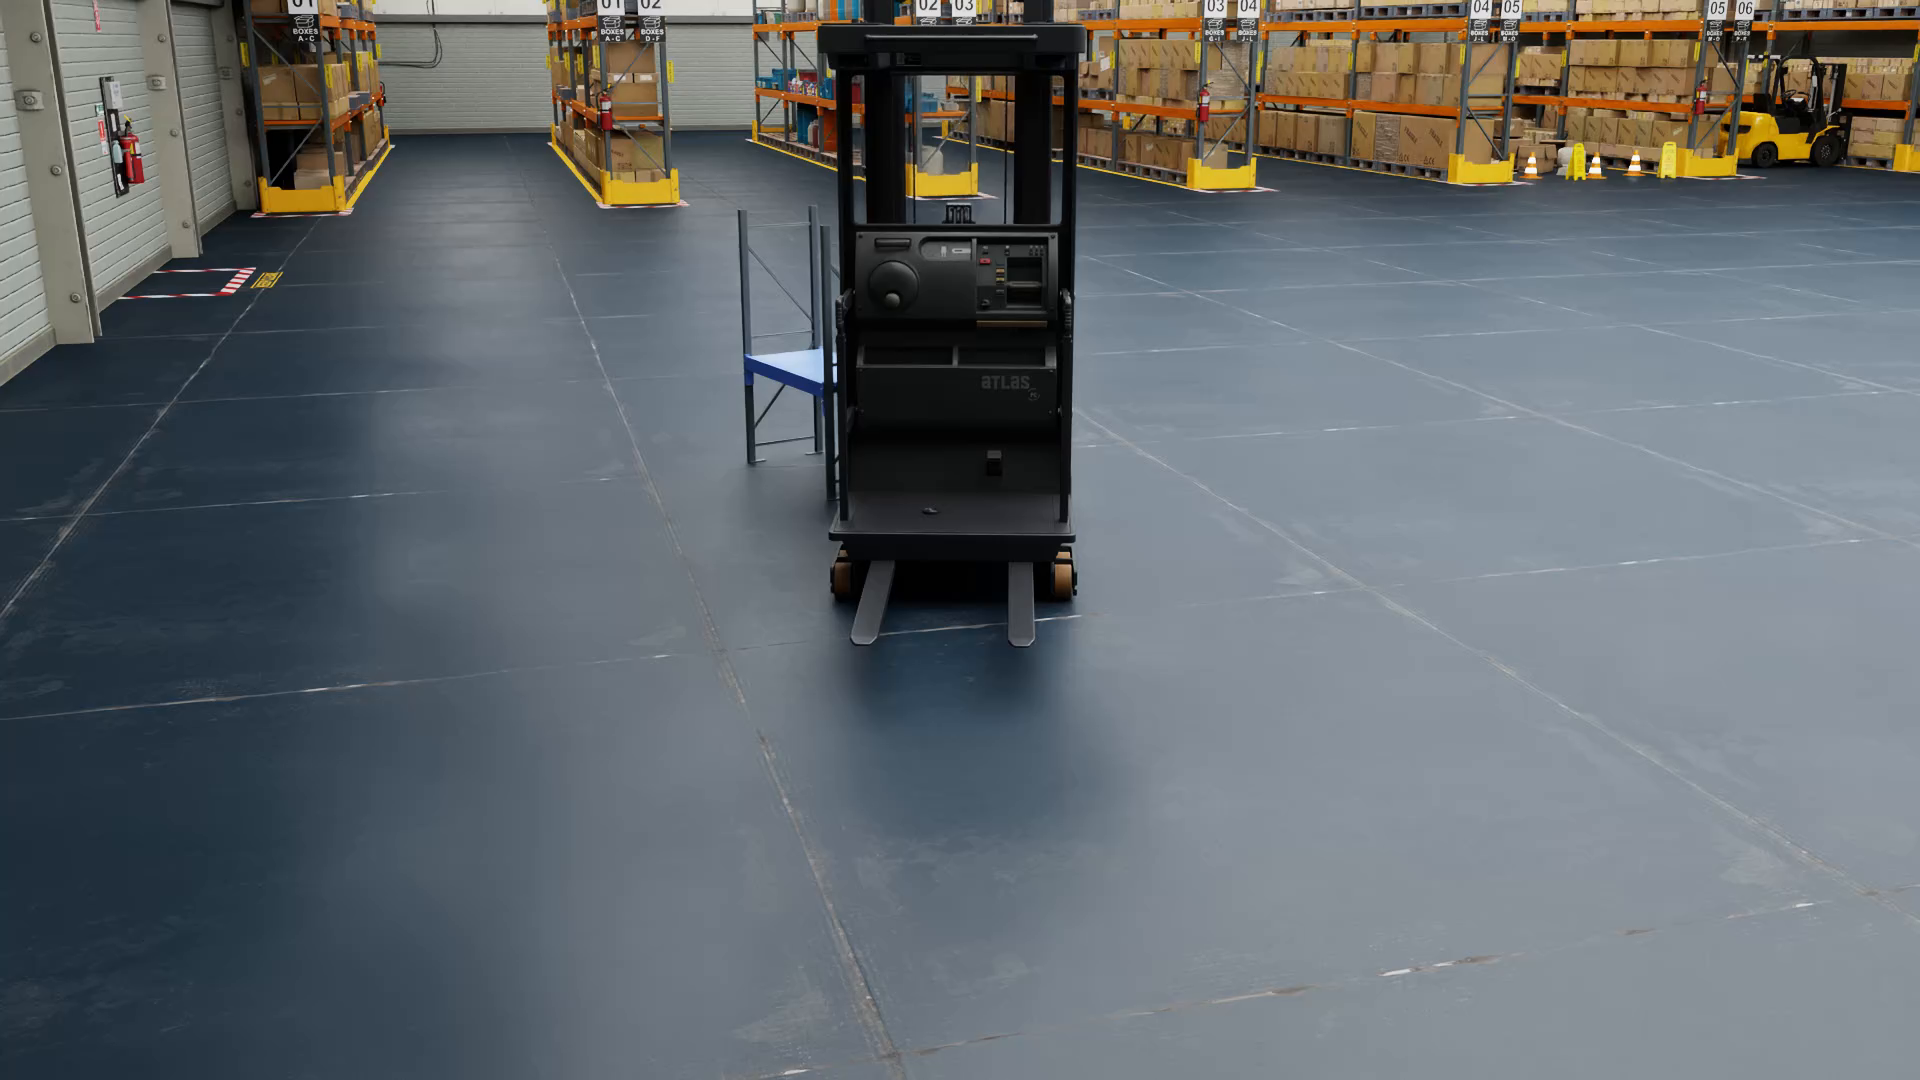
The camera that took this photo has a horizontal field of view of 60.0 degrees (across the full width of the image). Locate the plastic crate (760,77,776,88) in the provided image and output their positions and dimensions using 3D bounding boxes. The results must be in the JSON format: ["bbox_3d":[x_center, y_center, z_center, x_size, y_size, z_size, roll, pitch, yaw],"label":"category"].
[{"bbox_3d":[-4.701,-11.211,40.748,0.416,0.233,0.300,-5,17,-15],"label":"plastic crate"}]

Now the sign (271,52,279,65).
[{"bbox_3d":[-11.393,-7.946,27.679,0.100,0.325,0.005,-5,17,-15],"label":"sign"}]

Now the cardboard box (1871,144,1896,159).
[{"bbox_3d":[18.394,-7.671,32.825,0.500,0.250,0.500,-5,17,-15],"label":"cardboard box"}]

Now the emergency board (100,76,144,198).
[{"bbox_3d":[-8.494,-4.109,16.917,0.194,1.169,0.643,-5,17,-15],"label":"emergency board"}]

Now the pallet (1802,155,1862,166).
[{"bbox_3d":[18.244,-7.891,34.356,1.003,0.211,1.213,-5,17,-15],"label":"pallet"}]

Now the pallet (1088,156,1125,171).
[{"bbox_3d":[3.212,-7.491,33.023,1.003,0.211,1.213,-5,17,-15],"label":"pallet"}]

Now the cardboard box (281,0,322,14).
[{"bbox_3d":[-9.613,-7.936,24.236,0.500,0.500,0.500,-4,17,-14],"label":"cardboard box"}]

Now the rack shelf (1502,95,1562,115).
[{"bbox_3d":[12.406,-9.603,36.459,1.077,0.370,4.000,-5,17,-15],"label":"rack shelf"}]

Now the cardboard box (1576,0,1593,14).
[{"bbox_3d":[12.813,-10.759,33.584,0.500,0.250,0.500,-5,17,-16],"label":"cardboard box"}]

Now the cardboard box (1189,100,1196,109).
[{"bbox_3d":[4.182,-7.516,28.697,0.380,0.149,0.250,-5,17,-15],"label":"cardboard box"}]

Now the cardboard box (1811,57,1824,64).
[{"bbox_3d":[17.836,-9.894,34.356,0.380,0.149,0.250,-5,17,-16],"label":"cardboard box"}]

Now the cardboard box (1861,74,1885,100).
[{"bbox_3d":[18.305,-8.989,32.990,0.500,0.500,0.500,-4,17,-14],"label":"cardboard box"}]

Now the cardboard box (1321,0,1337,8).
[{"bbox_3d":[7.673,-10.913,33.713,0.500,0.250,0.500,-5,17,-16],"label":"cardboard box"}]

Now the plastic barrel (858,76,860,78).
[{"bbox_3d":[-1.830,-8.996,32.990,0.421,0.512,0.421,0,17,0],"label":"plastic barrel"}]

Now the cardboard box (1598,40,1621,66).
[{"bbox_3d":[13.099,-9.641,32.905,0.700,0.500,0.500,-5,17,-16],"label":"cardboard box"}]

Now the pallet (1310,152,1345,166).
[{"bbox_3d":[7.939,-7.847,34.210,1.003,0.211,1.213,-5,17,-15],"label":"pallet"}]

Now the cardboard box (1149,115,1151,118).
[{"bbox_3d":[5.096,-10.958,42.908,0.380,0.149,0.250,-4,17,-13],"label":"cardboard box"}]

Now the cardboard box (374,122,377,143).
[{"bbox_3d":[-13.166,-8.868,36.376,0.700,0.500,0.500,-4,17,-15],"label":"cardboard box"}]

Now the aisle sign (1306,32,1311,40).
[{"bbox_3d":[9.359,-13.956,45.180,0.394,0.787,0.004,-5,17,-15],"label":"aisle sign"}]

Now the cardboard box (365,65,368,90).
[{"bbox_3d":[-12.410,-9.462,34.011,0.500,0.500,0.500,-5,17,-15],"label":"cardboard box"}]

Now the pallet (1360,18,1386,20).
[{"bbox_3d":[10.542,-13.229,42.218,1.003,0.211,1.213,-5,17,-15],"label":"pallet"}]

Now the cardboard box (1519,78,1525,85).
[{"bbox_3d":[12.282,-9.879,35.834,0.380,0.149,0.250,-5,17,-15],"label":"cardboard box"}]

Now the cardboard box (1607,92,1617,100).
[{"bbox_3d":[13.076,-8.807,32.995,0.380,0.149,0.250,-5,17,-15],"label":"cardboard box"}]

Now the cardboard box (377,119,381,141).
[{"bbox_3d":[-13.732,-9.436,38.265,0.700,0.500,0.500,-5,17,-15],"label":"cardboard box"}]

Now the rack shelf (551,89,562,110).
[{"bbox_3d":[-8.847,-10.251,38.614,1.077,0.370,4.000,-5,17,-15],"label":"rack shelf"}]

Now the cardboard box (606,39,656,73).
[{"bbox_3d":[-5.130,-7.537,25.899,0.700,0.500,0.500,-5,17,-15],"label":"cardboard box"}]

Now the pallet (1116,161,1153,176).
[{"bbox_3d":[3.646,-7.093,31.698,1.003,0.211,1.213,-5,17,-15],"label":"pallet"}]

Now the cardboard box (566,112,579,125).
[{"bbox_3d":[-8.124,-8.985,35.427,0.500,0.250,0.500,-5,17,-15],"label":"cardboard box"}]

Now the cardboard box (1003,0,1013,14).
[{"bbox_3d":[1.398,-12.350,38.235,0.700,0.500,0.500,-4,17,-14],"label":"cardboard box"}]

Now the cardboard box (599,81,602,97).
[{"bbox_3d":[-5.685,-7.470,27.933,0.700,0.500,0.500,-4,17,-14],"label":"cardboard box"}]

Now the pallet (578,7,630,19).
[{"bbox_3d":[-6.354,-9.417,29.707,0.805,0.209,1.217,-5,18,-17],"label":"pallet"}]

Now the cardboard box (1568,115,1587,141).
[{"bbox_3d":[12.858,-8.454,34.127,0.500,0.500,0.500,-4,17,-13],"label":"cardboard box"}]

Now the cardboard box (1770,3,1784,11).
[{"bbox_3d":[17.683,-11.604,36.187,0.380,0.149,0.250,-5,17,-15],"label":"cardboard box"}]

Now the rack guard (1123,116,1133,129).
[{"bbox_3d":[4.947,-11.077,44.458,1.175,0.500,0.348,-5,17,-15],"label":"rack guard"}]

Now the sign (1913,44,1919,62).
[{"bbox_3d":[18.301,-9.311,31.810,0.100,0.325,0.005,-5,17,-15],"label":"sign"}]

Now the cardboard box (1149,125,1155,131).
[{"bbox_3d":[5.099,-10.608,42.779,0.380,0.149,0.250,-6,18,-18],"label":"cardboard box"}]

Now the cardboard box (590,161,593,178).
[{"bbox_3d":[-5.998,-6.284,28.207,0.500,0.250,0.500,-5,17,-15],"label":"cardboard box"}]

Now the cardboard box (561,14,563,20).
[{"bbox_3d":[-8.687,-11.520,36.636,0.500,0.250,0.500,-5,17,-15],"label":"cardboard box"}]

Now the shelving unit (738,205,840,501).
[{"bbox_3d":[-0.789,-1.097,9.496,0.538,1.500,1.048,-10,20,-31],"label":"shelving unit"}]

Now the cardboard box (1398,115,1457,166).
[{"bbox_3d":[8.830,-7.478,31.097,0.875,0.875,0.875,-5,17,-16],"label":"cardboard box"}]

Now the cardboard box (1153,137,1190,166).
[{"bbox_3d":[3.910,-7.178,30.750,0.500,0.500,0.500,-6,18,-20],"label":"cardboard box"}]

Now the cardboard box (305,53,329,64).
[{"bbox_3d":[-12.334,-9.207,31.859,0.500,0.250,0.500,-4,17,-14],"label":"cardboard box"}]

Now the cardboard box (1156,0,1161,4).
[{"bbox_3d":[3.718,-9.626,29.639,0.380,0.149,0.250,-4,17,-14],"label":"cardboard box"}]

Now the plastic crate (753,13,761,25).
[{"bbox_3d":[-4.795,-12.784,40.812,0.497,0.269,0.590,-5,17,-15],"label":"plastic crate"}]

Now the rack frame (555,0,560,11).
[{"bbox_3d":[-8.297,-12.915,35.806,1.000,3.000,0.127,-5,17,-15],"label":"rack frame"}]

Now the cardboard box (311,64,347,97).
[{"bbox_3d":[-10.291,-7.489,27.093,0.500,0.500,0.500,-5,17,-16],"label":"cardboard box"}]

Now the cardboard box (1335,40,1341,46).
[{"bbox_3d":[9.994,-12.930,43.245,0.380,0.149,0.250,-5,17,-15],"label":"cardboard box"}]

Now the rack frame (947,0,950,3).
[{"bbox_3d":[0.129,-14.804,42.093,1.000,3.000,0.127,-5,17,-15],"label":"rack frame"}]

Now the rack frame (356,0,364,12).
[{"bbox_3d":[-13.059,-12.522,34.498,1.000,3.000,0.127,-5,17,-15],"label":"rack frame"}]

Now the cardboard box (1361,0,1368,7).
[{"bbox_3d":[7.997,-10.413,32.223,0.380,0.149,0.250,-5,17,-16],"label":"cardboard box"}]

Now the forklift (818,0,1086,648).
[{"bbox_3d":[-0.021,-1.224,7.432,1.130,2.935,3.031,1,17,2],"label":"forklift"}]

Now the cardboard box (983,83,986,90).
[{"bbox_3d":[0.759,-10.834,39.741,0.380,0.149,0.250,-4,17,-14],"label":"cardboard box"}]

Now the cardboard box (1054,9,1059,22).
[{"bbox_3d":[2.212,-10.932,34.679,0.500,0.250,0.500,-4,17,-14],"label":"cardboard box"}]

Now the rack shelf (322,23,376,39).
[{"bbox_3d":[-13.609,-11.295,36.875,1.077,0.370,4.000,-5,17,-15],"label":"rack shelf"}]
